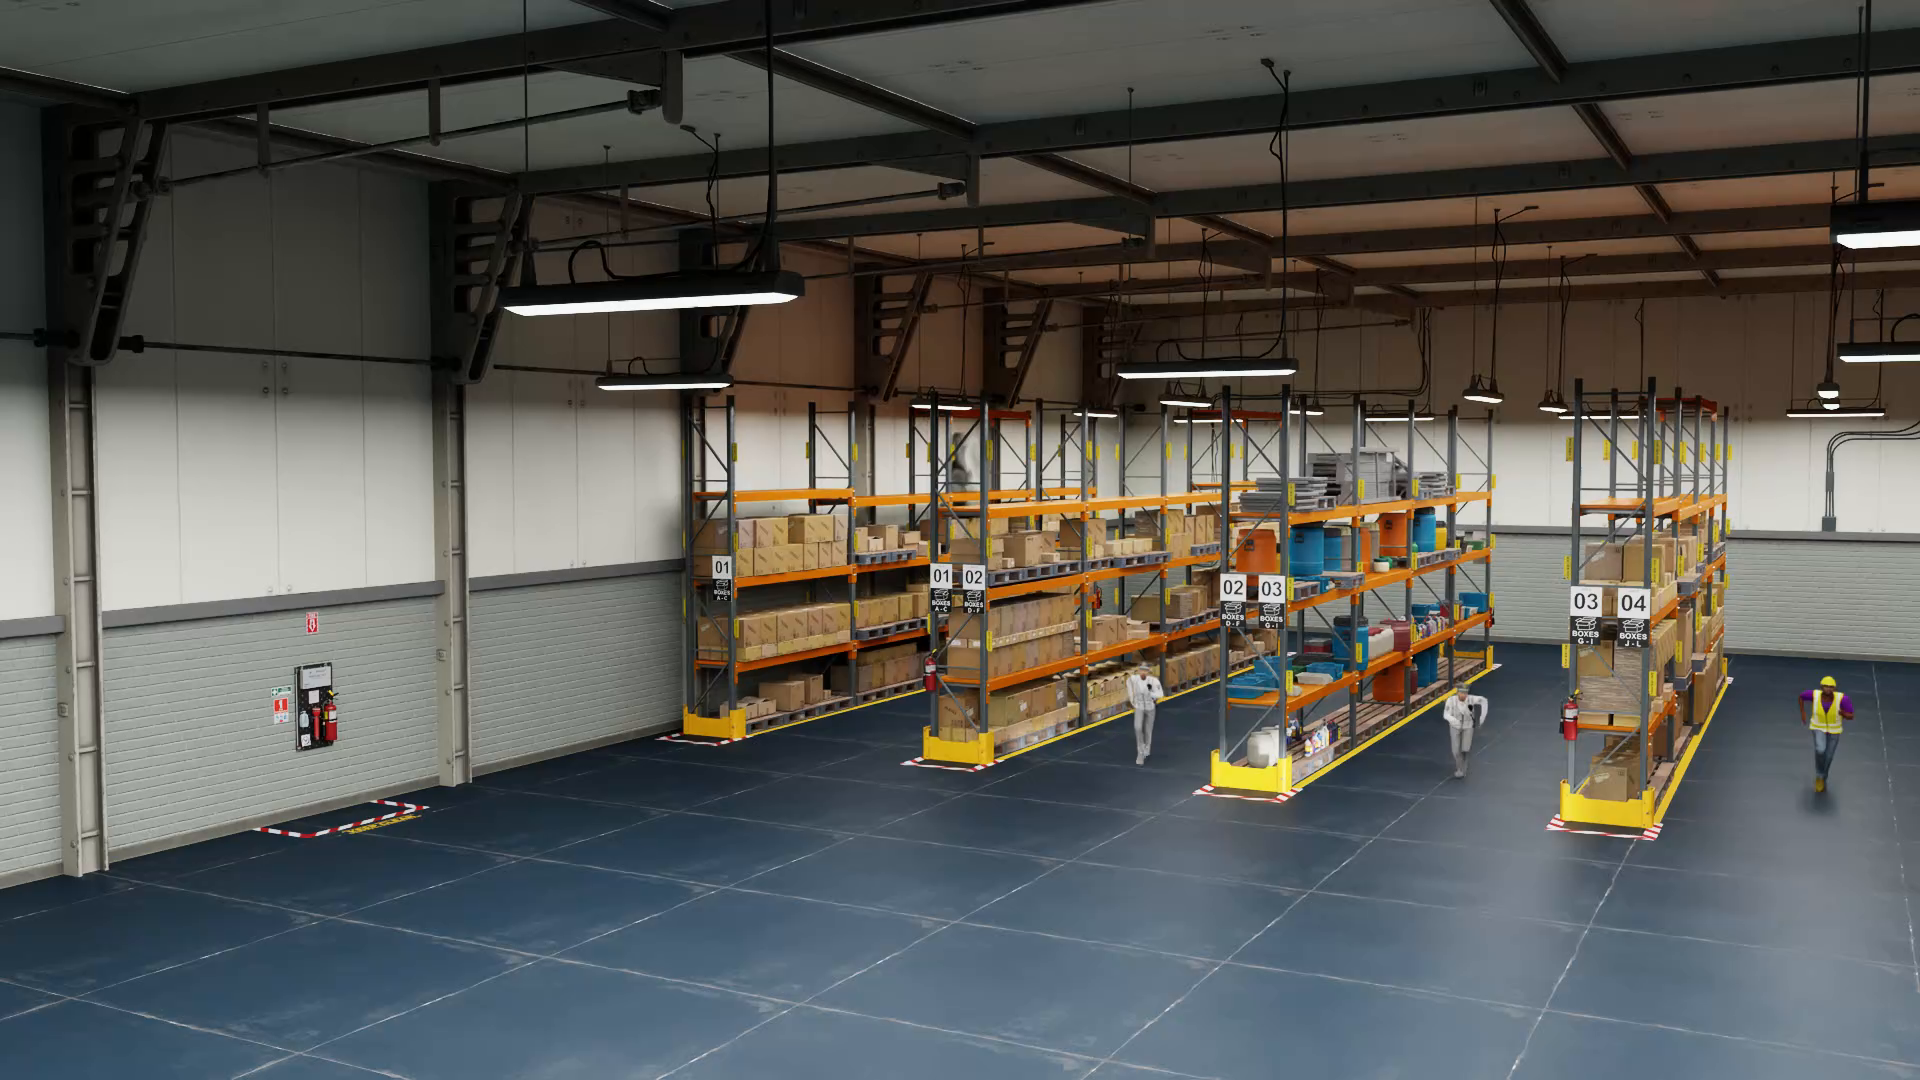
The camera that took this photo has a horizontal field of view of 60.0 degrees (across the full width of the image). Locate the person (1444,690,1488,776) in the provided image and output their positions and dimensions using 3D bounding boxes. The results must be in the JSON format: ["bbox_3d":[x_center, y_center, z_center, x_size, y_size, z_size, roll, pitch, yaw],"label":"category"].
[{"bbox_3d":[7.731,2.916,25.434,0.643,1.495,0.841,1,3,17],"label":"person"}]

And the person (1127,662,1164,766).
[{"bbox_3d":[2.990,2.765,26.885,0.606,1.678,0.906,0,3,8],"label":"person"}]

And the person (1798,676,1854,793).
[{"bbox_3d":[12.772,2.847,24.543,0.684,1.725,0.922,1,3,18],"label":"person"}]
